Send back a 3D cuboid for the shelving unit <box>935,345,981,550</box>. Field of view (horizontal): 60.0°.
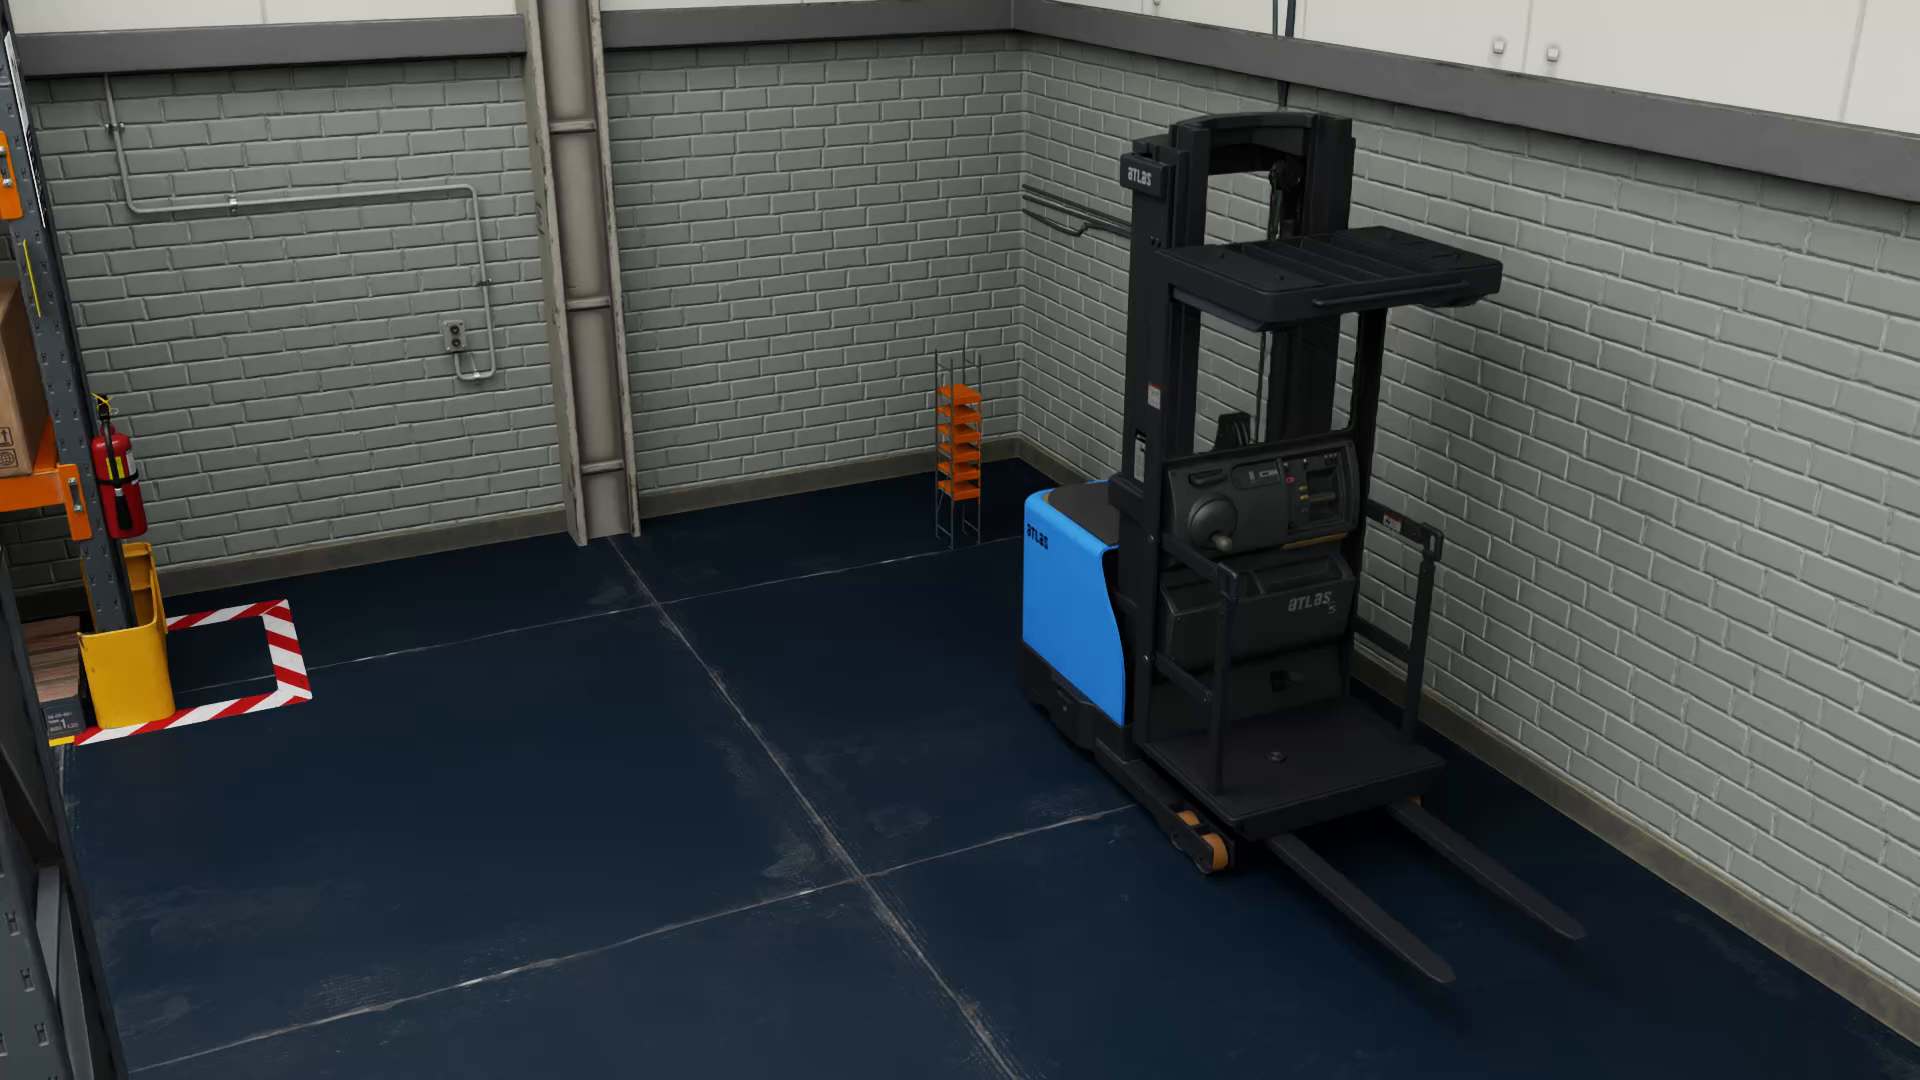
[{"bbox_3d":[-0.013,-0.552,10.015,0.189,1.200,0.258,-10,25,-24],"label":"shelving unit"}]

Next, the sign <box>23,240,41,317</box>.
[{"bbox_3d":[-4.053,-1.142,7.264,0.005,0.325,0.100,-10,25,-24],"label":"sign"}]

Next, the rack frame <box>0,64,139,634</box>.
[{"bbox_3d":[-4.275,-0.687,7.989,0.127,3.000,1.000,-10,25,-24],"label":"rack frame"}]

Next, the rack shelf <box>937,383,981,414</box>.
[{"bbox_3d":[-0.013,-0.844,9.894,0.180,0.103,0.258,-10,25,-24],"label":"rack shelf"}]

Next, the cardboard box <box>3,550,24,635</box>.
[{"bbox_3d":[-4.863,0.424,8.023,0.500,0.500,0.700,-10,25,-24],"label":"cardboard box"}]

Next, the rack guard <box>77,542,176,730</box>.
[{"bbox_3d":[-4.254,0.464,8.476,0.348,0.500,1.175,-10,25,-24],"label":"rack guard"}]

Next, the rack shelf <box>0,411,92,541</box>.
[{"bbox_3d":[-6.078,-0.023,7.325,4.000,0.370,1.077,-10,25,-24],"label":"rack shelf"}]

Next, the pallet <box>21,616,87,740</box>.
[{"bbox_3d":[-4.962,0.761,8.136,1.213,0.211,1.003,-10,25,-24],"label":"pallet"}]

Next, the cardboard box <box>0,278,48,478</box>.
[{"bbox_3d":[-4.731,-0.738,7.718,0.700,0.700,0.980,-9,24,-21],"label":"cardboard box"}]

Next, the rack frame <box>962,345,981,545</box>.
[{"bbox_3d":[0.069,-0.567,10.051,0.006,1.200,0.240,-10,25,-24],"label":"rack frame"}]

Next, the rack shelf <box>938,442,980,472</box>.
[{"bbox_3d":[-0.013,-0.511,10.032,0.180,0.103,0.258,-10,25,-24],"label":"rack shelf"}]

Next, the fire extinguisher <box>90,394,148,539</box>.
[{"bbox_3d":[-3.939,-0.345,7.751,0.183,0.674,0.296,-10,25,-24],"label":"fire extinguisher"}]

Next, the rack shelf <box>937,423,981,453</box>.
[{"bbox_3d":[-0.013,-0.622,9.986,0.180,0.103,0.258,-10,25,-24],"label":"rack shelf"}]

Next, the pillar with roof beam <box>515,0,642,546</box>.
[{"bbox_3d":[-0.351,-2.722,5.059,0.400,9.000,9.100,-10,25,-24],"label":"pillar with roof beam"}]

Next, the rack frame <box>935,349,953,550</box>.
[{"bbox_3d":[-0.095,-0.537,9.978,0.006,1.200,0.240,-10,25,-24],"label":"rack frame"}]

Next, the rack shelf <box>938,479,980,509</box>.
[{"bbox_3d":[-0.013,-0.289,10.124,0.180,0.103,0.258,-10,25,-24],"label":"rack shelf"}]

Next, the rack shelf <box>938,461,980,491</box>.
[{"bbox_3d":[-0.013,-0.400,10.078,0.180,0.103,0.258,-10,25,-24],"label":"rack shelf"}]

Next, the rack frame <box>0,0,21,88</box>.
[{"bbox_3d":[-4.275,-3.459,6.841,0.127,3.000,1.000,-10,25,-24],"label":"rack frame"}]

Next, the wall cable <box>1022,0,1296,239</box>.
[{"bbox_3d":[0.976,-2.840,9.404,0.112,2.526,3.097,-10,25,-24],"label":"wall cable"}]

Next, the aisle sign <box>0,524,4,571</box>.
[{"bbox_3d":[-2.190,-0.294,3.640,0.004,0.787,0.394,-10,25,-24],"label":"aisle sign"}]

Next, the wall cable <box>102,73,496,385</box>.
[{"bbox_3d":[-3.532,-1.695,9.095,1.851,1.984,0.084,-10,25,-24],"label":"wall cable"}]

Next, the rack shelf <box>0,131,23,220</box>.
[{"bbox_3d":[-6.078,-1.409,6.751,4.000,0.370,1.077,-10,25,-24],"label":"rack shelf"}]

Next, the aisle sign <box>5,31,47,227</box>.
[{"bbox_3d":[-4.080,-1.797,7.270,0.004,0.787,0.394,-10,25,-24],"label":"aisle sign"}]

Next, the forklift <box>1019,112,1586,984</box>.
[{"bbox_3d":[1.374,-0.159,6.802,1.130,2.935,3.031,-10,25,-23],"label":"forklift"}]

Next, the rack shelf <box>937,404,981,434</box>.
[{"bbox_3d":[-0.013,-0.733,9.940,0.180,0.103,0.258,-10,25,-24],"label":"rack shelf"}]
